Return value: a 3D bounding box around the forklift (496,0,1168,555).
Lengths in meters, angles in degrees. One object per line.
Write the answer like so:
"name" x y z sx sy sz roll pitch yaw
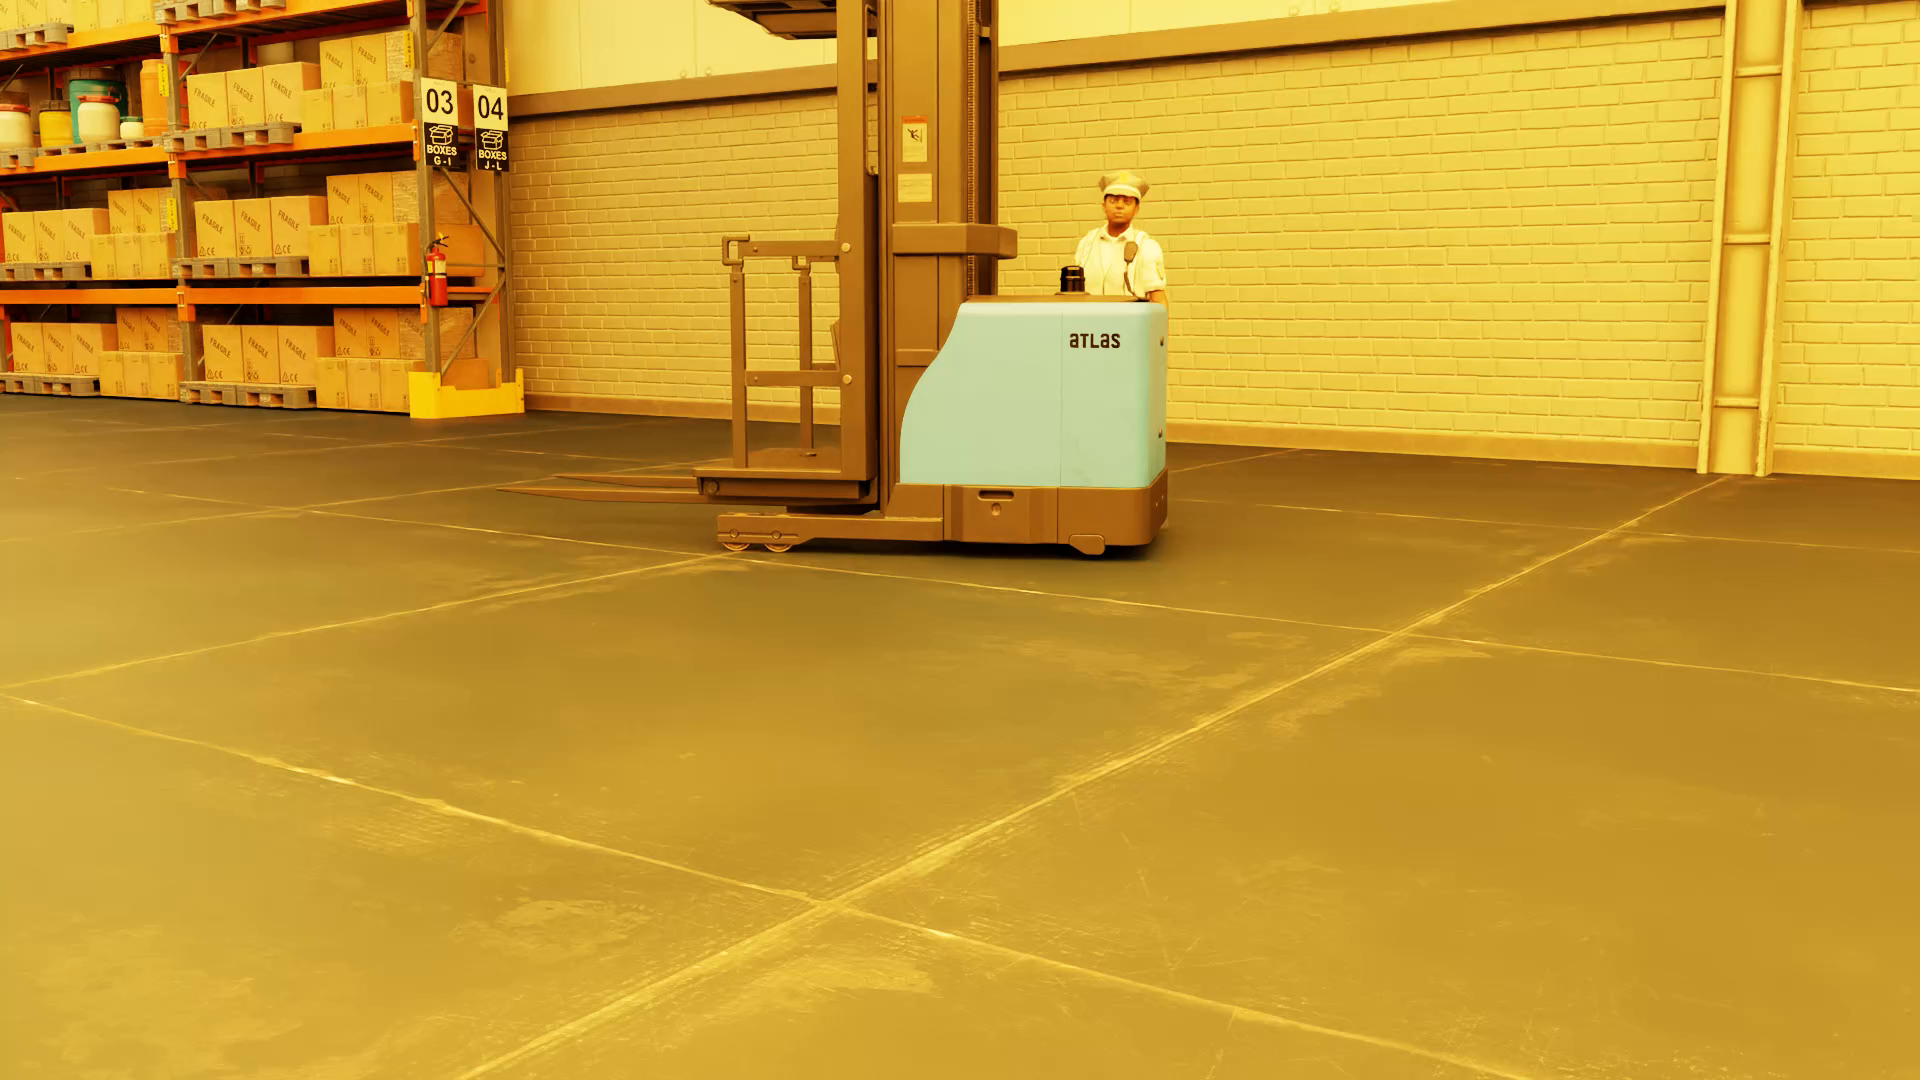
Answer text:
"forklift" -0.596 -1.469 7.520 3.031 2.935 1.130 2 8 12

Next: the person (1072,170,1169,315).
"person" 0.689 -0.910 7.965 0.566 1.697 0.587 3 9 19
